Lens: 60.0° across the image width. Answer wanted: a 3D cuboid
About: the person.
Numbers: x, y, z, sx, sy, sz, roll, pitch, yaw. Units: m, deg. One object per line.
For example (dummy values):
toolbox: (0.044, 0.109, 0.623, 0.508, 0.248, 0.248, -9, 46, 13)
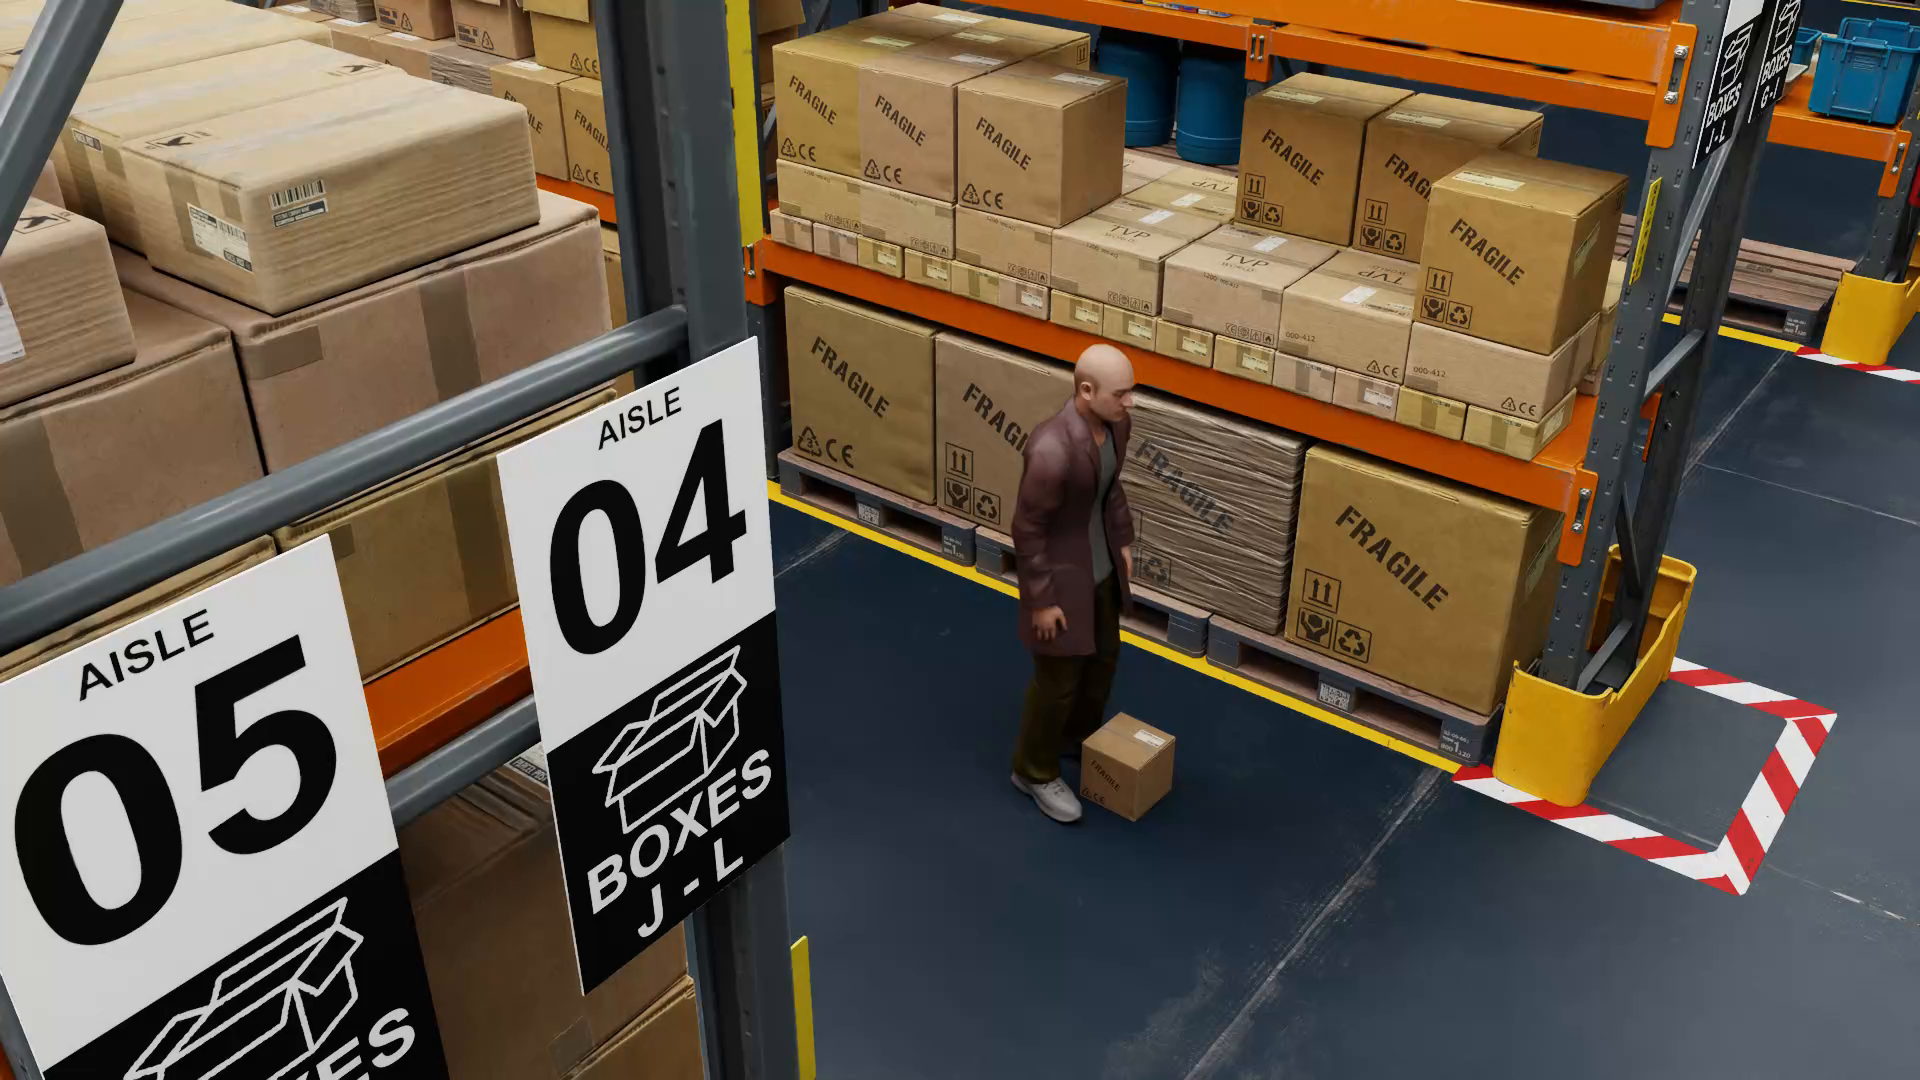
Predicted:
person: (0.418, 0.123, 5.938, 0.420, 1.774, 0.639, 20, 36, 31)
